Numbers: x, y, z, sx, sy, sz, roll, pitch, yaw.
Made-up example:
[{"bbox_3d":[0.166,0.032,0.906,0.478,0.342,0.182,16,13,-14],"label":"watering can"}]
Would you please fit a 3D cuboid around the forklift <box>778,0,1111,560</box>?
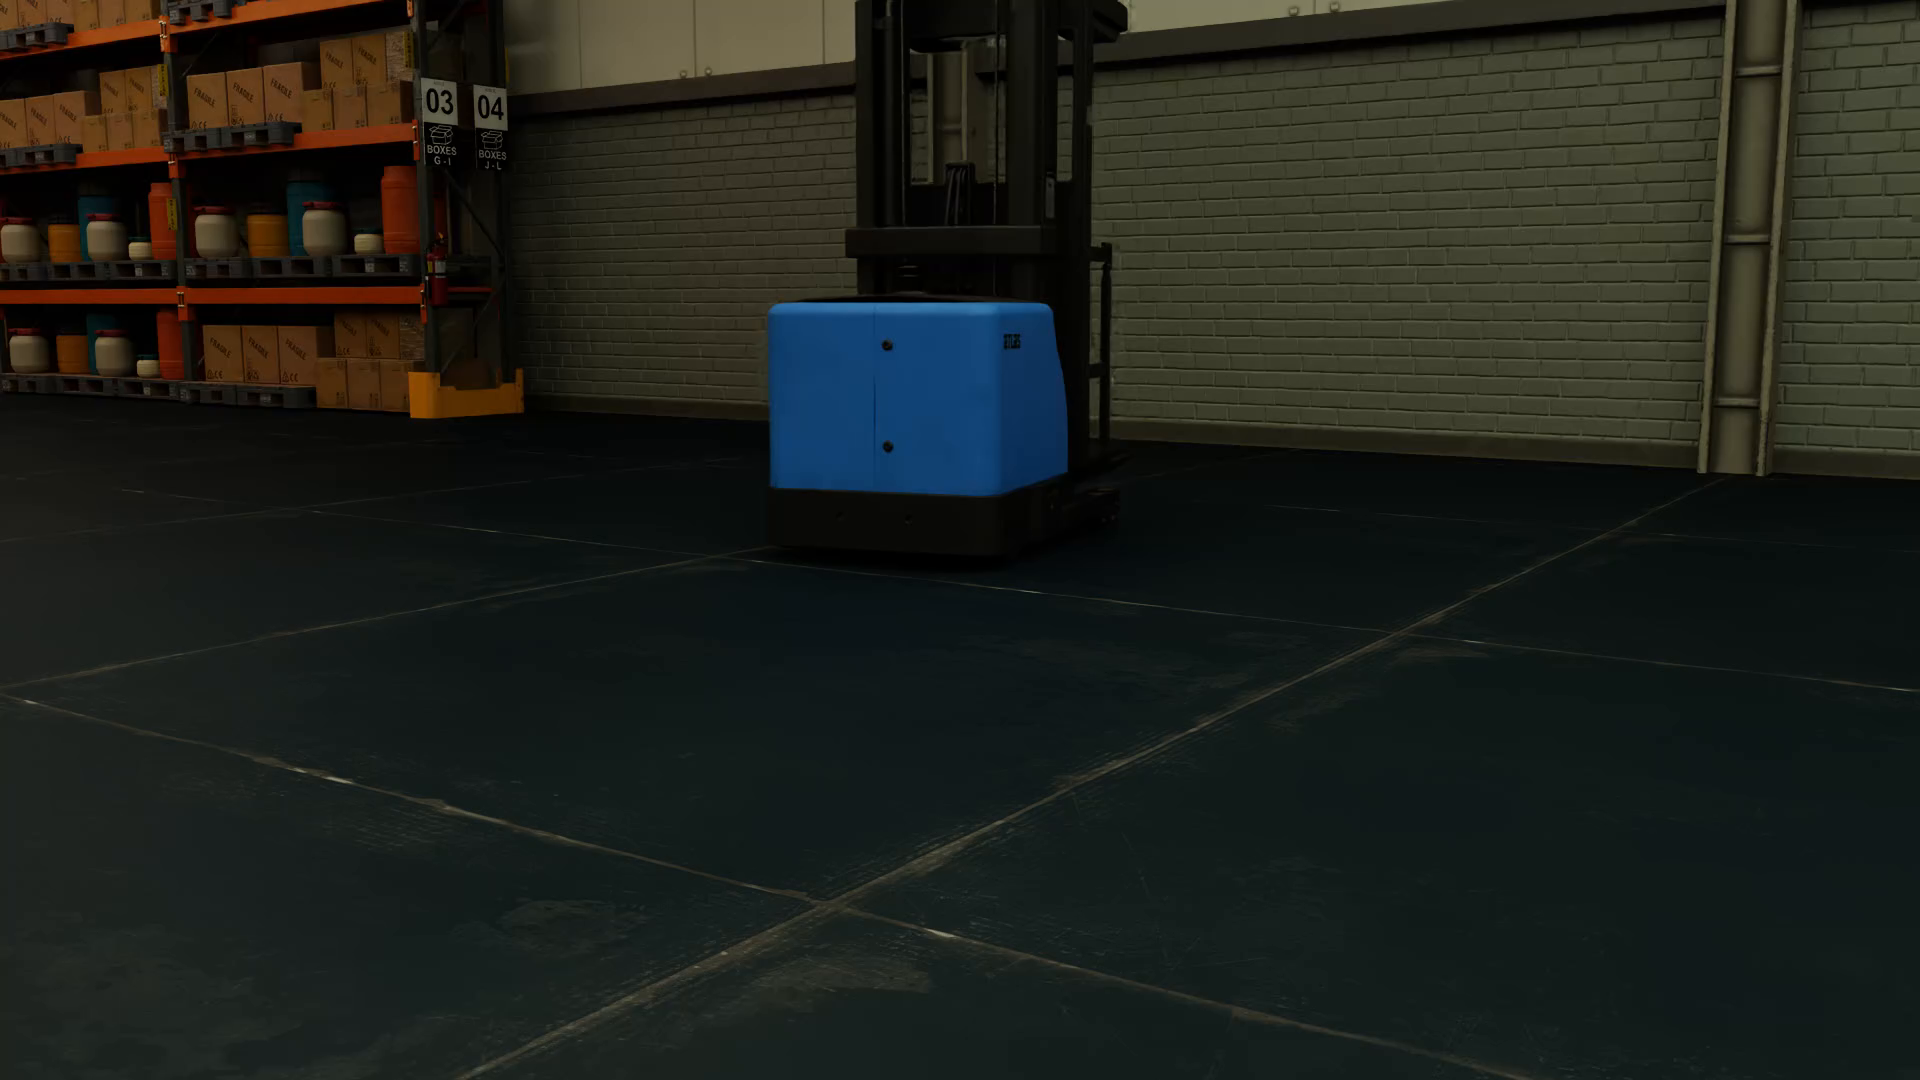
[{"bbox_3d":[0.107,-1.539,8.012,1.130,2.935,3.031,2,8,14],"label":"forklift"}]
